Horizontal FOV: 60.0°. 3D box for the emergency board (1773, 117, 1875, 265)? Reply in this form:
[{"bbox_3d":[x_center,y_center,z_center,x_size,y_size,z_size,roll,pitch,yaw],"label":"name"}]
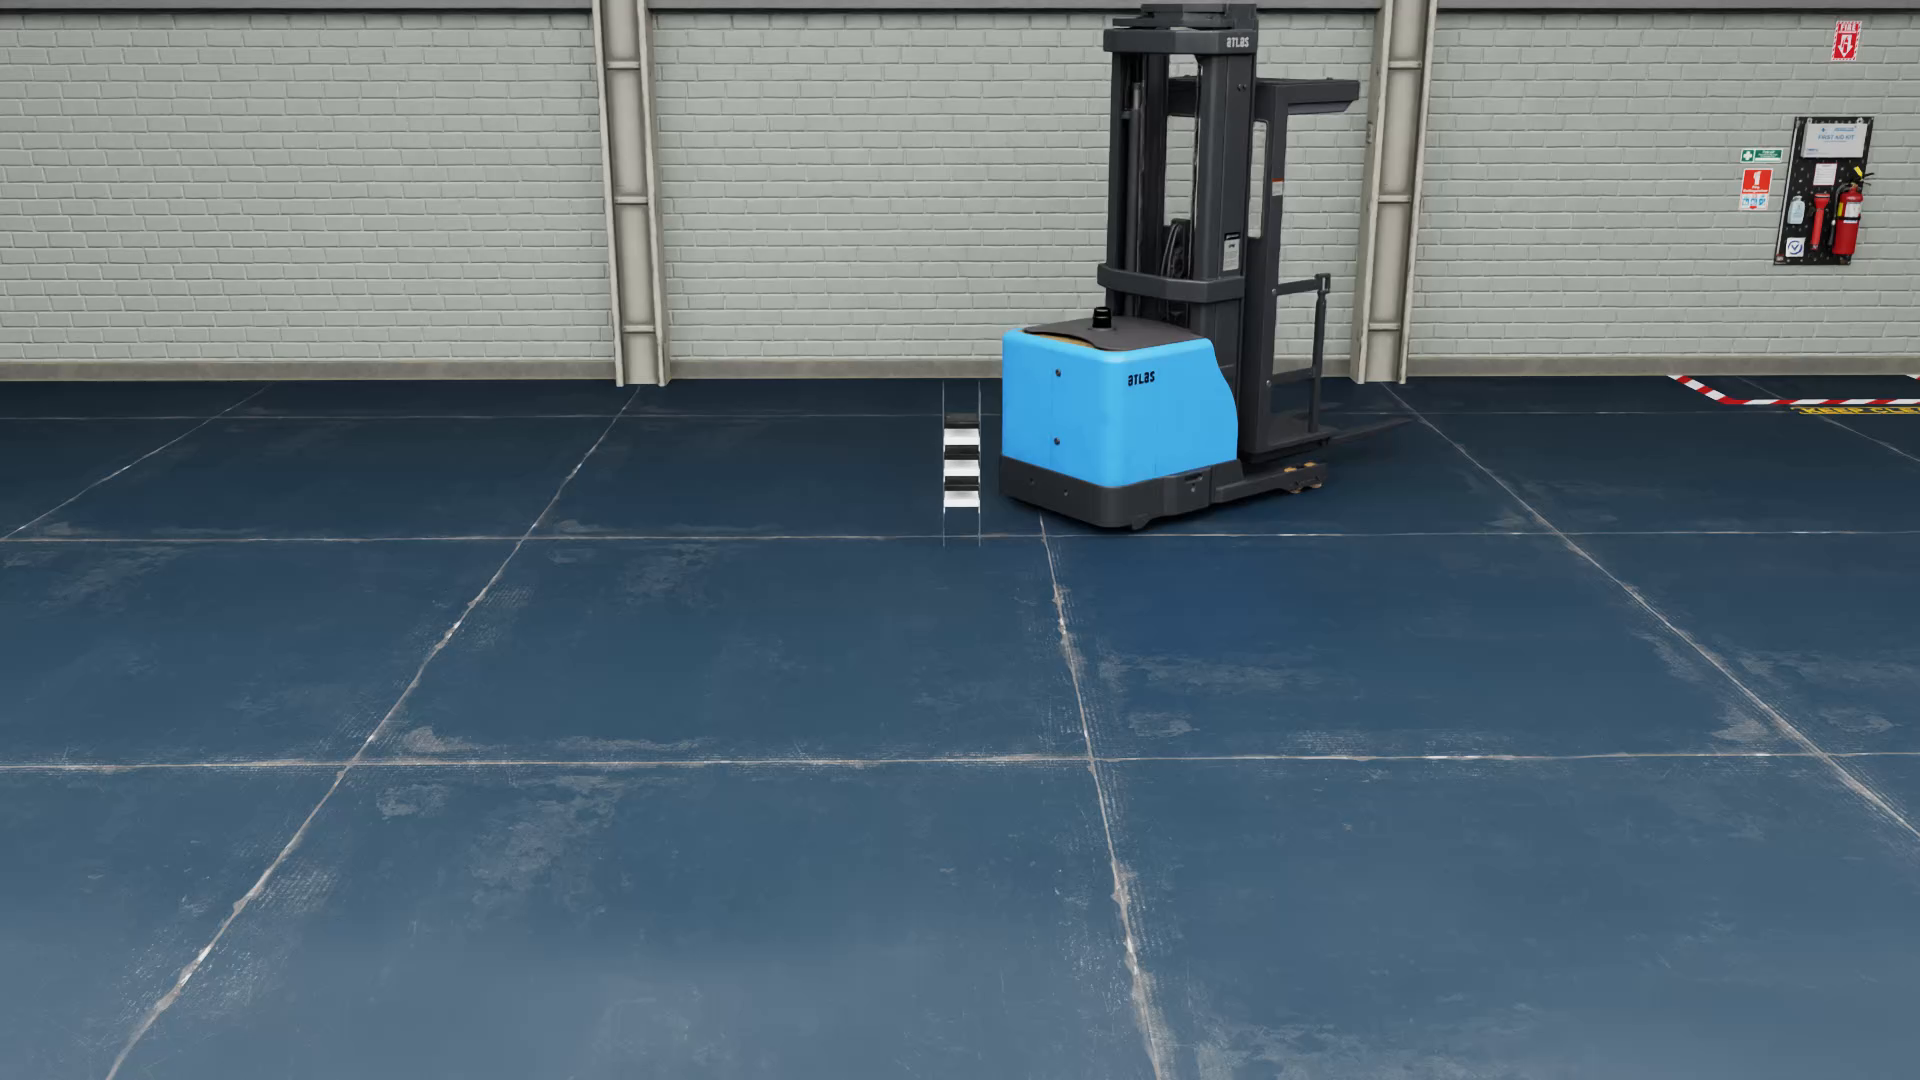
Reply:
[{"bbox_3d":[6.950,-2.773,13.282,0.643,1.169,0.194,0,18,-1],"label":"emergency board"}]

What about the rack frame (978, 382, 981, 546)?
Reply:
[{"bbox_3d":[0.110,-0.429,9.412,0.006,0.900,0.240,0,18,-1],"label":"rack frame"}]

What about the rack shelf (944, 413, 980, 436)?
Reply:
[{"bbox_3d":[0.008,-0.654,9.338,0.200,0.077,0.258,0,18,-1],"label":"rack shelf"}]

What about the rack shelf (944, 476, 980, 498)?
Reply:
[{"bbox_3d":[0.008,-0.311,9.448,0.200,0.077,0.258,0,18,-1],"label":"rack shelf"}]

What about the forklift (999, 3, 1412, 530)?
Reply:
[{"bbox_3d":[1.708,-1.797,10.352,3.031,2.935,1.130,-14,22,-36],"label":"forklift"}]

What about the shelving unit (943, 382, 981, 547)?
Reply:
[{"bbox_3d":[0.008,-0.429,9.410,0.210,0.900,0.258,0,18,-1],"label":"shelving unit"}]

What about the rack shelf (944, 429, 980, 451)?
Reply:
[{"bbox_3d":[0.008,-0.568,9.365,0.200,0.077,0.258,0,18,-1],"label":"rack shelf"}]

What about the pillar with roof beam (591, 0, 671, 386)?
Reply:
[{"bbox_3d":[-2.509,-4.258,8.088,0.400,9.000,9.100,0,18,-1],"label":"pillar with roof beam"}]

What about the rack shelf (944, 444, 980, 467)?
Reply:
[{"bbox_3d":[0.008,-0.482,9.393,0.200,0.077,0.258,0,18,-1],"label":"rack shelf"}]

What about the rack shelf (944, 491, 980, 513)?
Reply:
[{"bbox_3d":[0.008,-0.225,9.475,0.200,0.077,0.258,0,18,-1],"label":"rack shelf"}]

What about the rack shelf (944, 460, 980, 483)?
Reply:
[{"bbox_3d":[0.008,-0.397,9.420,0.200,0.077,0.258,0,18,-1],"label":"rack shelf"}]

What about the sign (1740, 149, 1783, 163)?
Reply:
[{"bbox_3d":[6.400,-3.069,13.277,0.331,0.109,0.001,0,18,-1],"label":"sign"}]

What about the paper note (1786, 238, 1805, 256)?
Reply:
[{"bbox_3d":[6.772,-2.374,13.480,0.142,0.148,0.016,0,18,-1],"label":"paper note"}]

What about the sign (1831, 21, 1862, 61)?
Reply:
[{"bbox_3d":[6.941,-3.908,13.023,0.199,0.298,0.001,0,18,-1],"label":"sign"}]

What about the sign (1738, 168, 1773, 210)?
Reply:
[{"bbox_3d":[6.396,-2.819,13.367,0.234,0.329,0.001,0,18,-1],"label":"sign"}]

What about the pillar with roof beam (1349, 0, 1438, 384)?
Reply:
[{"bbox_3d":[3.490,-4.286,8.178,0.400,9.000,9.100,0,18,-1],"label":"pillar with roof beam"}]
